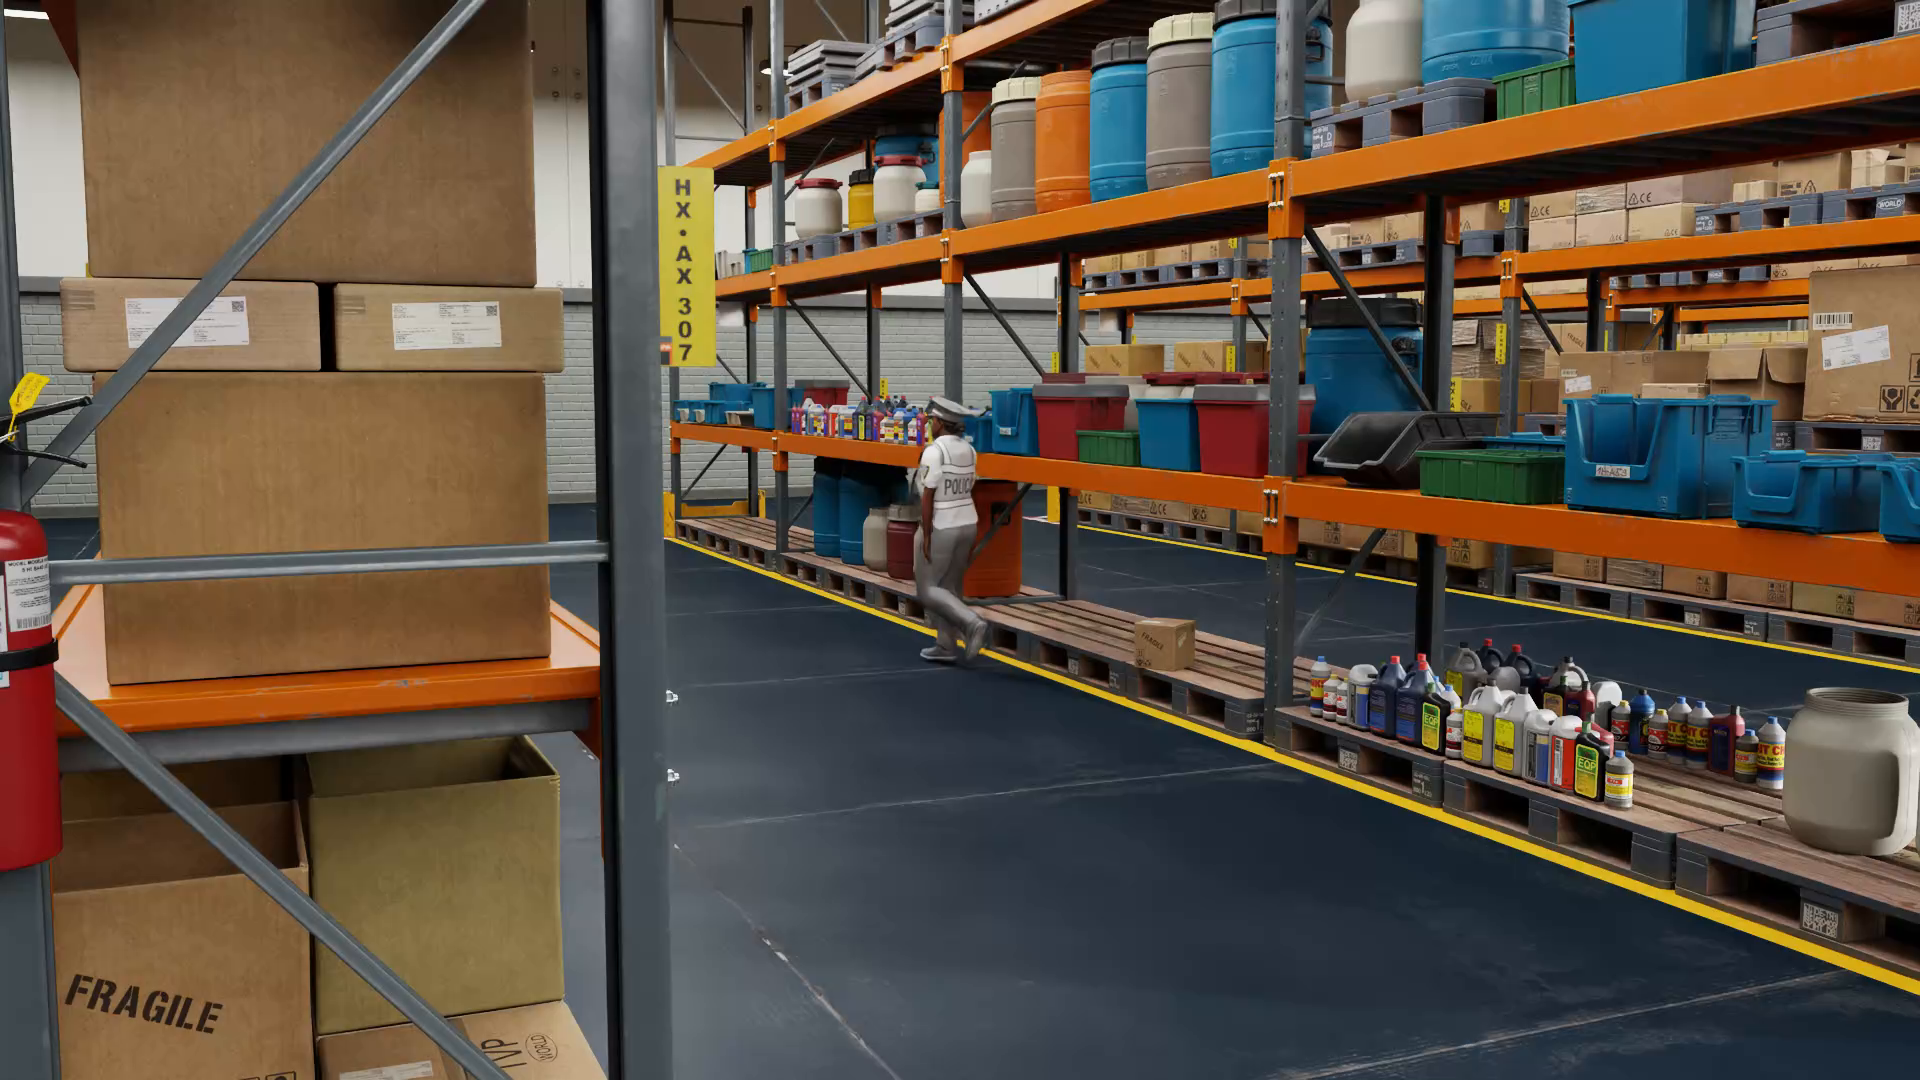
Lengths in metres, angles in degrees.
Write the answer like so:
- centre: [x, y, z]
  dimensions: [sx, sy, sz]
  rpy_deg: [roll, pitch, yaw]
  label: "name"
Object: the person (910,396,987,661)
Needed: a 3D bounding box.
- centre: [-0.056, -0.056, 10.331]
  dimensions: [0.627, 1.669, 0.457]
  rpy_deg: [5, 7, 42]
  label: "person"
